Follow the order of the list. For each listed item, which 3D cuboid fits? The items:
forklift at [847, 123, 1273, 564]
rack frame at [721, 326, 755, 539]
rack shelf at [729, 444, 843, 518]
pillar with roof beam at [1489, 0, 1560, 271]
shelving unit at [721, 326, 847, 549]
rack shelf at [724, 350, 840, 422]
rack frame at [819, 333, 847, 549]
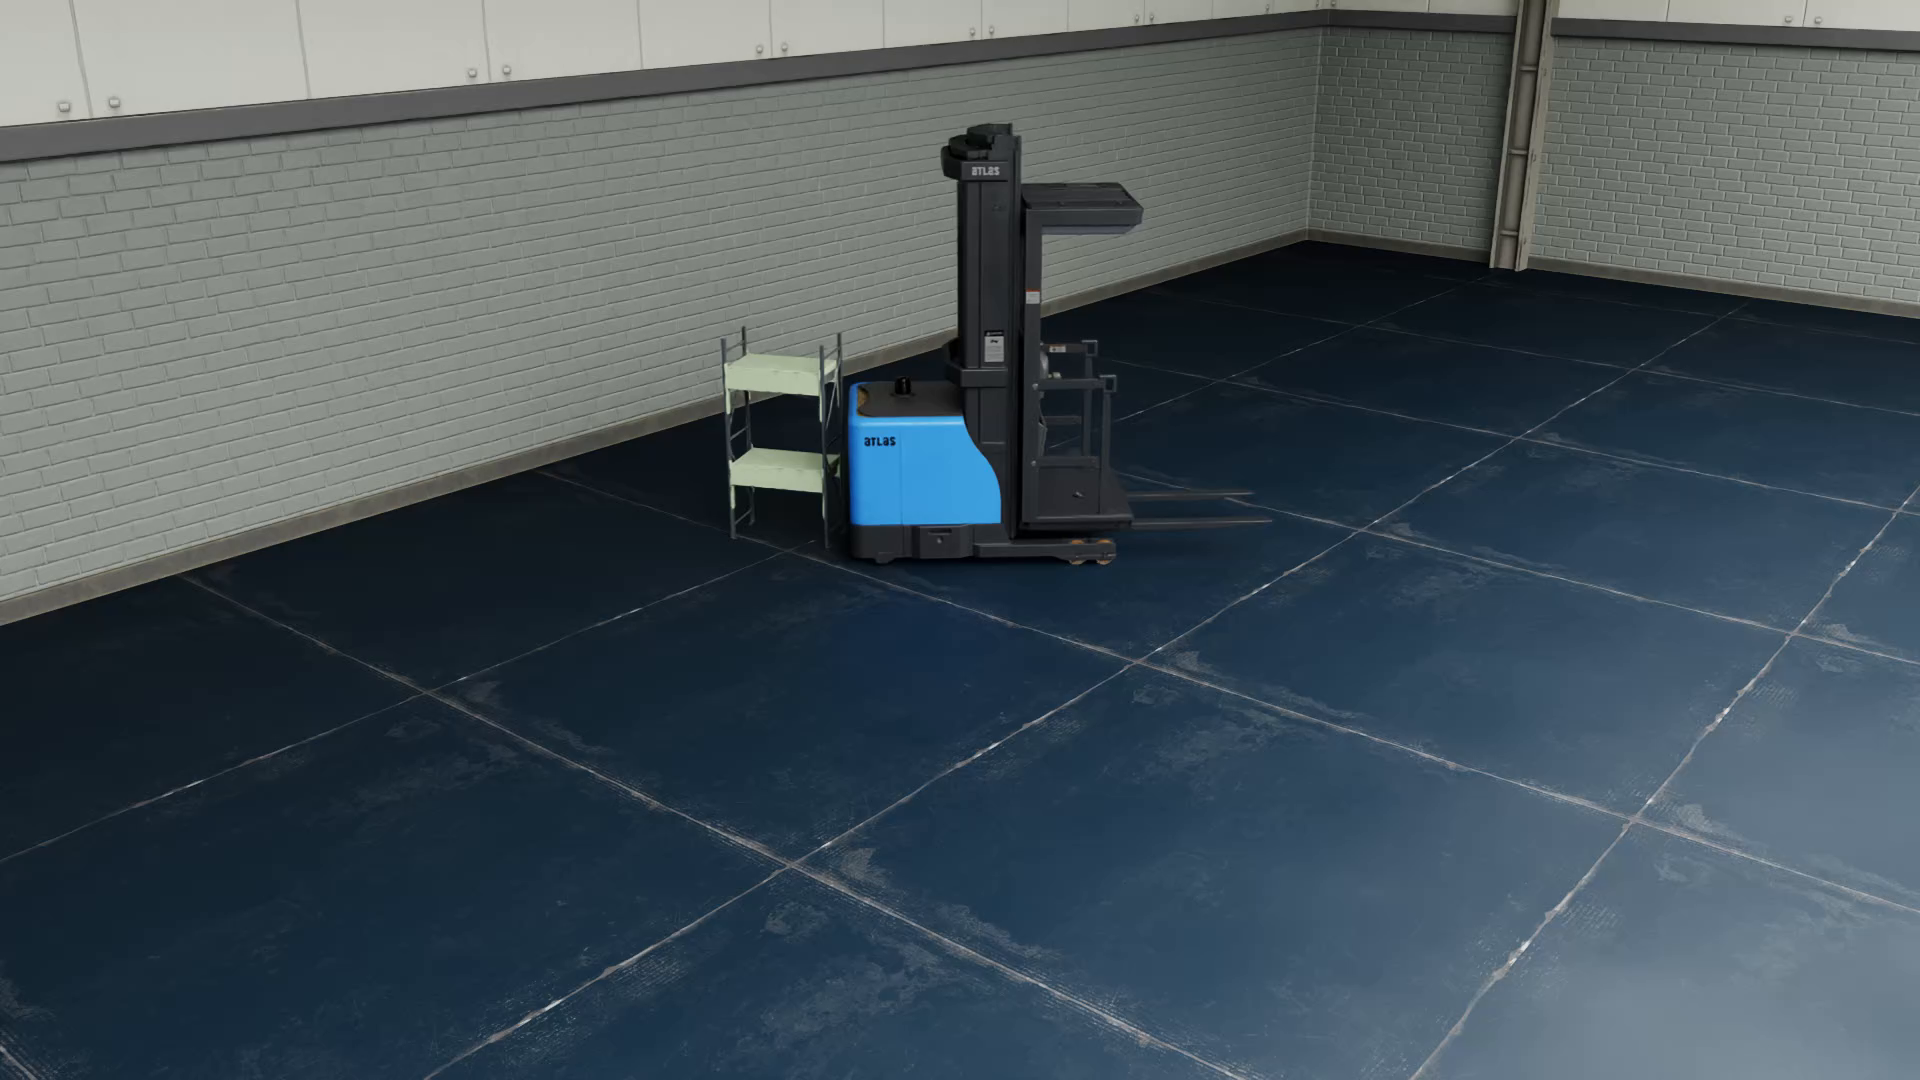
[{"bbox_3d":[0.709,-1.387,11.692,3.031,2.935,1.130,-1,21,-3],"label":"forklift"},{"bbox_3d":[-1.612,-0.775,12.098,0.023,1.500,0.400,6,21,15],"label":"rack frame"},{"bbox_3d":[-1.259,-0.435,12.120,0.720,0.370,0.431,6,21,15],"label":"rack shelf"},{"bbox_3d":[4.371,-6.558,16.806,0.400,9.000,9.100,16,26,36],"label":"pillar with roof beam"},{"bbox_3d":[-1.259,-0.740,12.005,0.755,1.500,0.431,6,21,15],"label":"shelving unit"},{"bbox_3d":[-1.259,-1.105,11.867,0.720,0.370,0.431,6,21,15],"label":"rack shelf"},{"bbox_3d":[-0.907,-0.705,11.911,0.023,1.500,0.400,6,21,15],"label":"rack frame"}]
